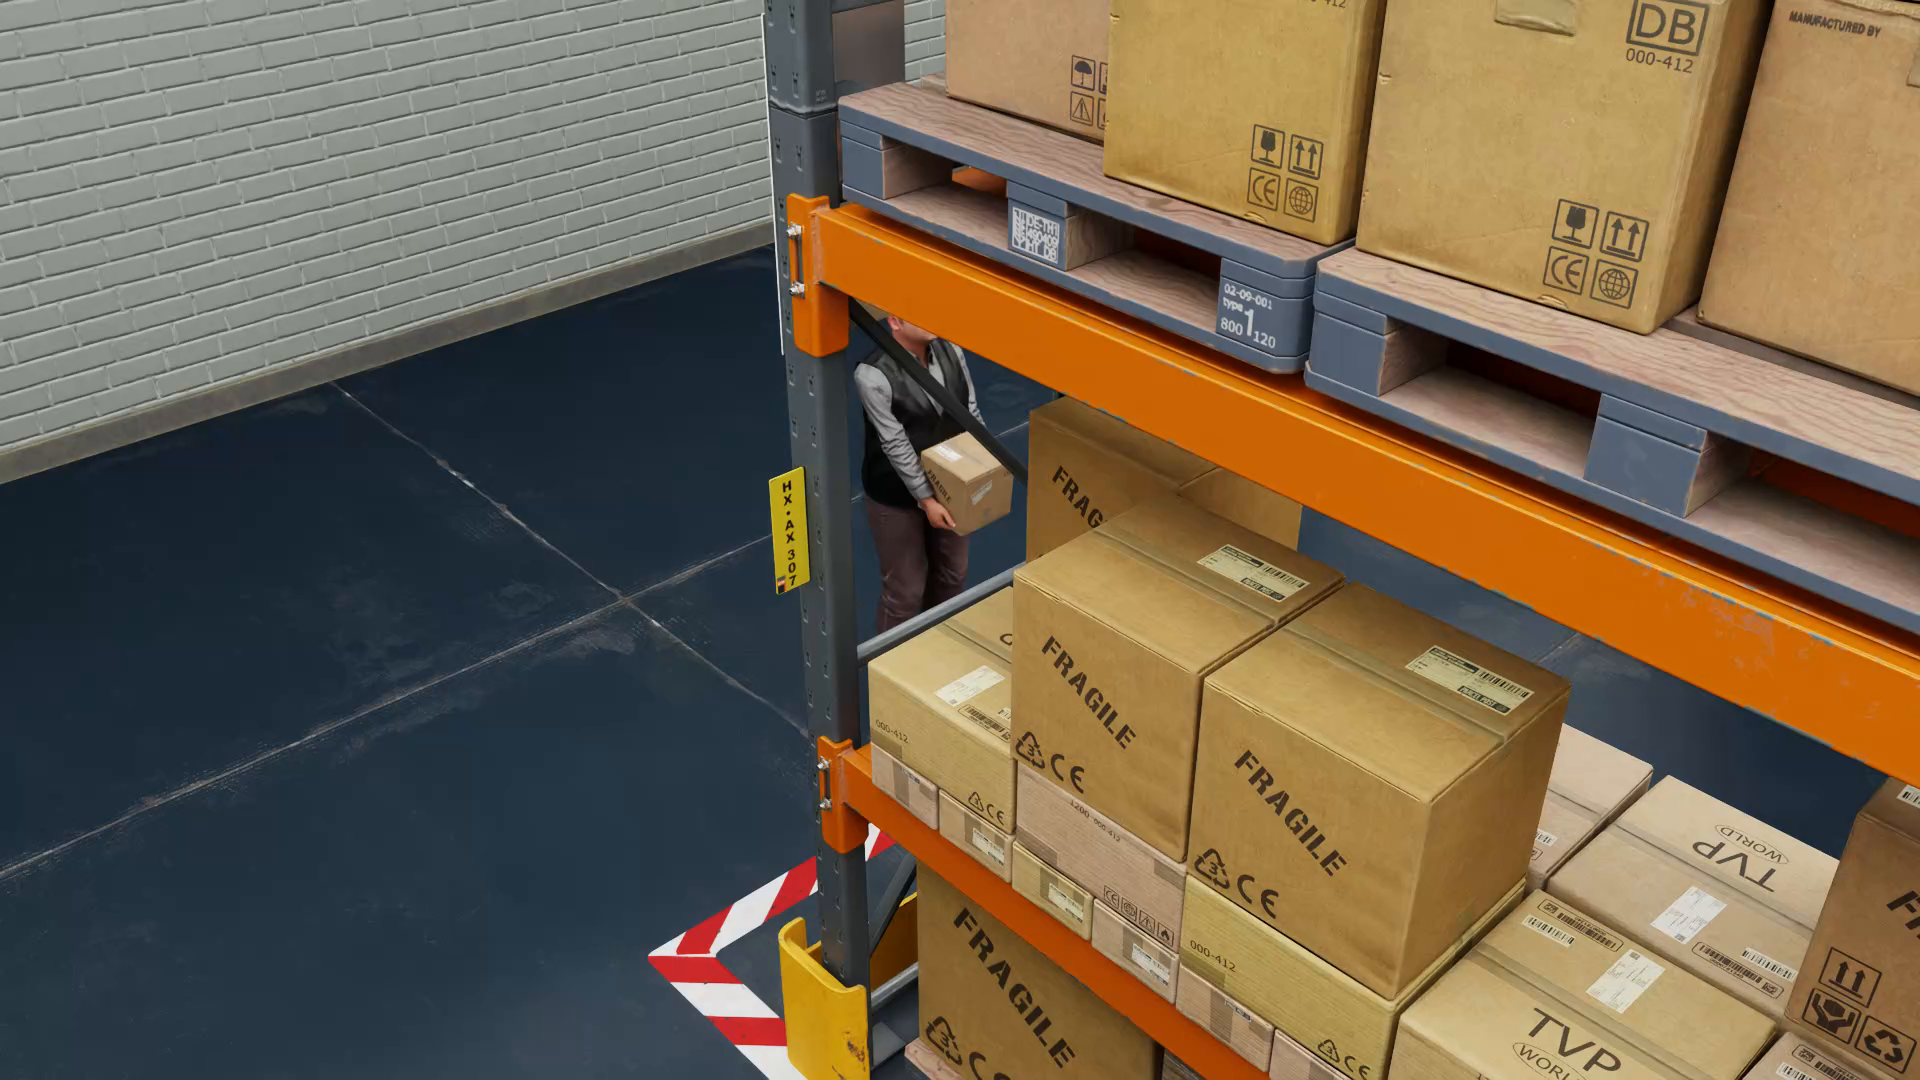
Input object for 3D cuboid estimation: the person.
[{"bbox_3d":[-0.093,-0.150,6.410,0.496,1.714,0.550,-26,40,-35],"label":"person"}]
